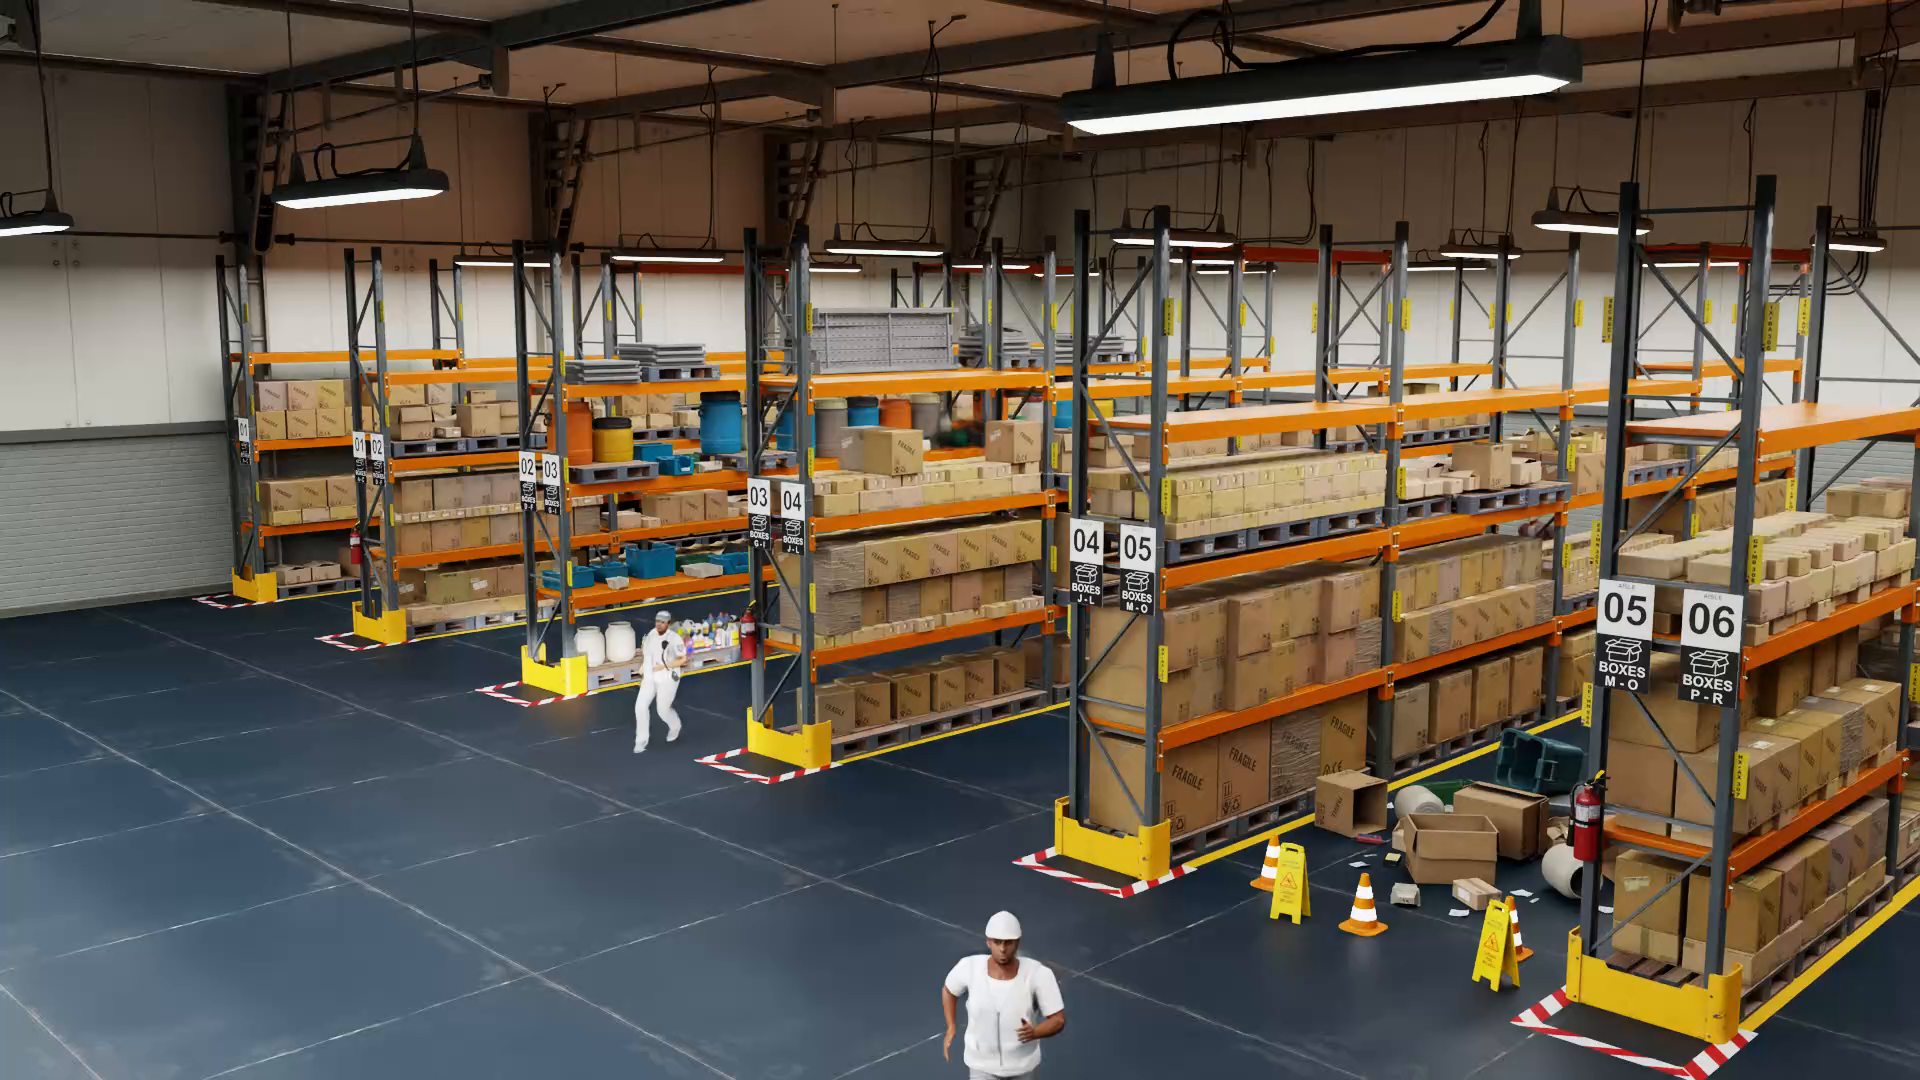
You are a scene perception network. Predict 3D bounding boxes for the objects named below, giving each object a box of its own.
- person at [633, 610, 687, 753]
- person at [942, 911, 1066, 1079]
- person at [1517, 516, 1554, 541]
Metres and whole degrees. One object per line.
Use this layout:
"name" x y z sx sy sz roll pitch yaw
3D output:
"person" -3.444 1.654 19.394 0.649 1.720 0.724 4 9 23
"person" 0.240 2.955 9.368 0.703 1.749 0.944 0 8 2
"person" 9.678 0.347 28.083 0.718 1.768 0.713 5 10 33
